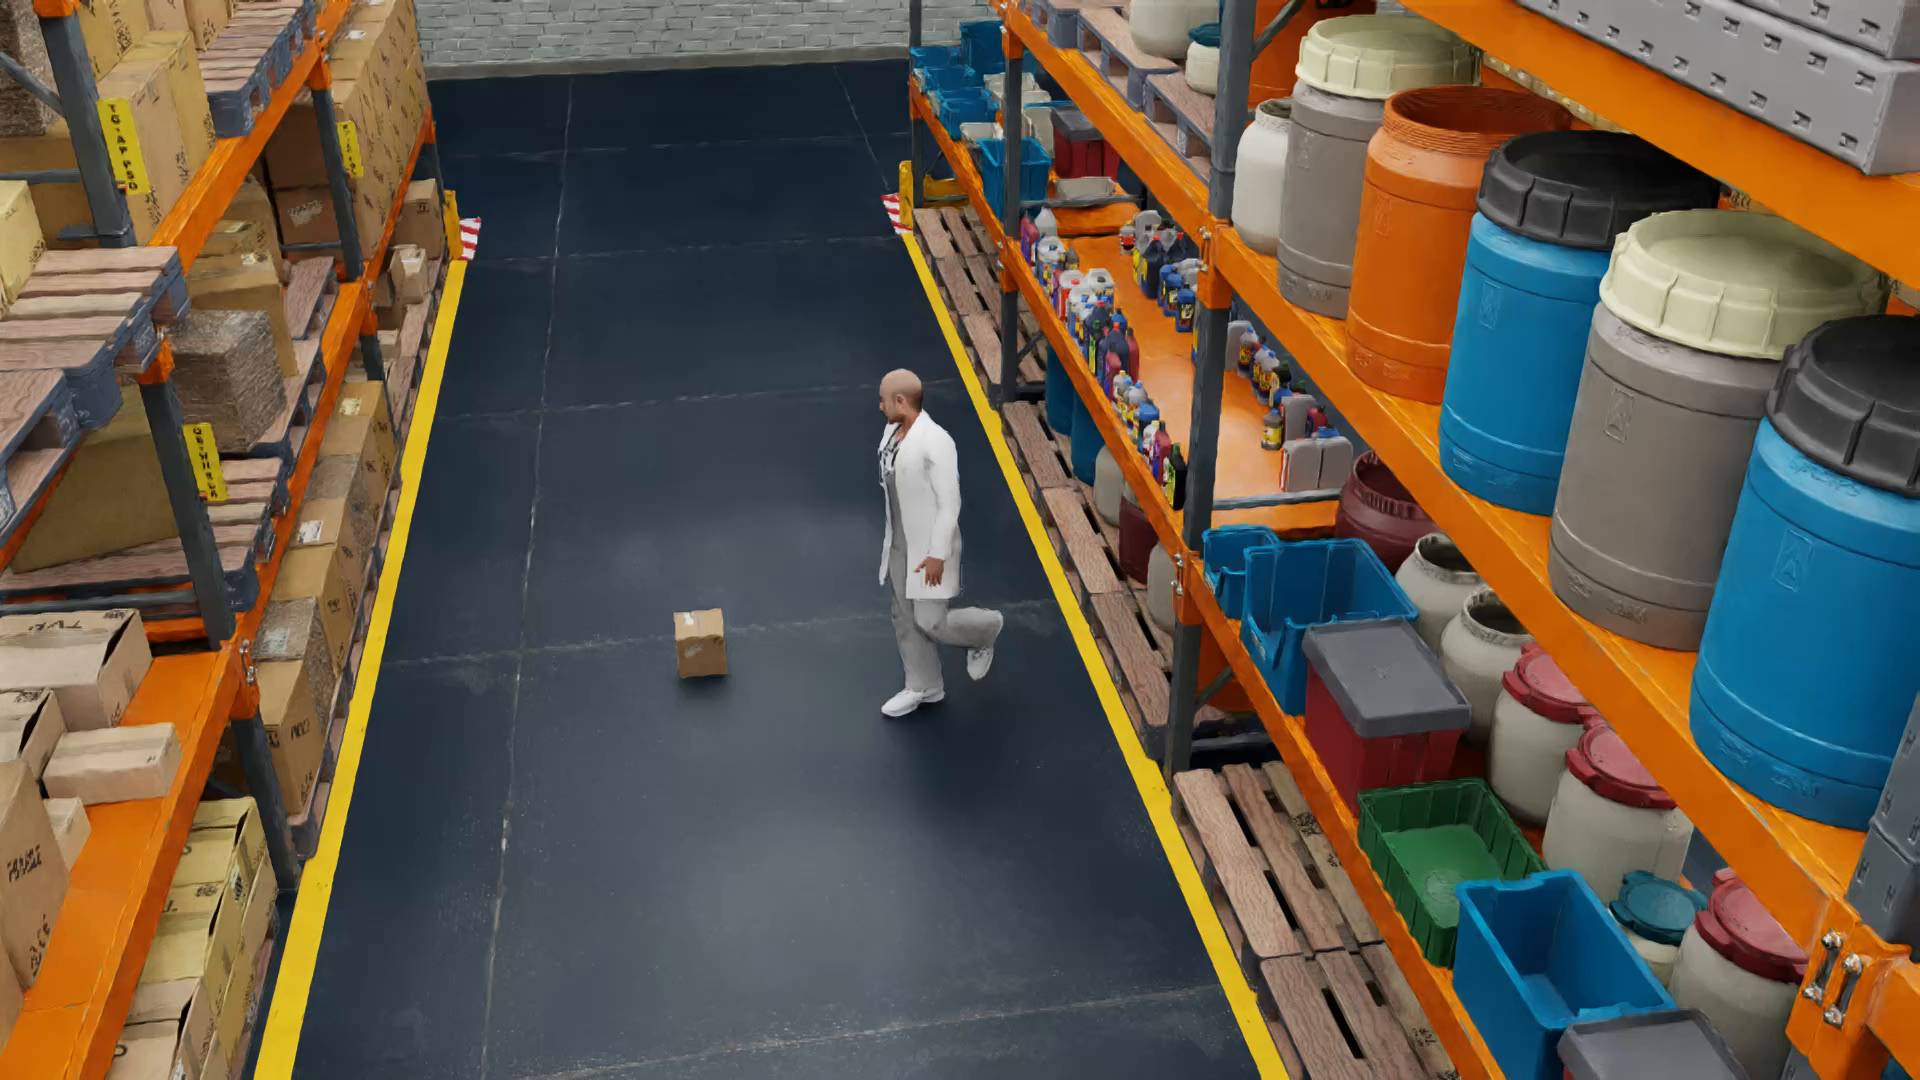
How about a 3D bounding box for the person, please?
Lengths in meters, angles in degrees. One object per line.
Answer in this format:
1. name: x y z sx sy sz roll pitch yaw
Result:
1. person: -0.154 -0.005 8.188 0.733 1.751 0.623 -21 36 -31
